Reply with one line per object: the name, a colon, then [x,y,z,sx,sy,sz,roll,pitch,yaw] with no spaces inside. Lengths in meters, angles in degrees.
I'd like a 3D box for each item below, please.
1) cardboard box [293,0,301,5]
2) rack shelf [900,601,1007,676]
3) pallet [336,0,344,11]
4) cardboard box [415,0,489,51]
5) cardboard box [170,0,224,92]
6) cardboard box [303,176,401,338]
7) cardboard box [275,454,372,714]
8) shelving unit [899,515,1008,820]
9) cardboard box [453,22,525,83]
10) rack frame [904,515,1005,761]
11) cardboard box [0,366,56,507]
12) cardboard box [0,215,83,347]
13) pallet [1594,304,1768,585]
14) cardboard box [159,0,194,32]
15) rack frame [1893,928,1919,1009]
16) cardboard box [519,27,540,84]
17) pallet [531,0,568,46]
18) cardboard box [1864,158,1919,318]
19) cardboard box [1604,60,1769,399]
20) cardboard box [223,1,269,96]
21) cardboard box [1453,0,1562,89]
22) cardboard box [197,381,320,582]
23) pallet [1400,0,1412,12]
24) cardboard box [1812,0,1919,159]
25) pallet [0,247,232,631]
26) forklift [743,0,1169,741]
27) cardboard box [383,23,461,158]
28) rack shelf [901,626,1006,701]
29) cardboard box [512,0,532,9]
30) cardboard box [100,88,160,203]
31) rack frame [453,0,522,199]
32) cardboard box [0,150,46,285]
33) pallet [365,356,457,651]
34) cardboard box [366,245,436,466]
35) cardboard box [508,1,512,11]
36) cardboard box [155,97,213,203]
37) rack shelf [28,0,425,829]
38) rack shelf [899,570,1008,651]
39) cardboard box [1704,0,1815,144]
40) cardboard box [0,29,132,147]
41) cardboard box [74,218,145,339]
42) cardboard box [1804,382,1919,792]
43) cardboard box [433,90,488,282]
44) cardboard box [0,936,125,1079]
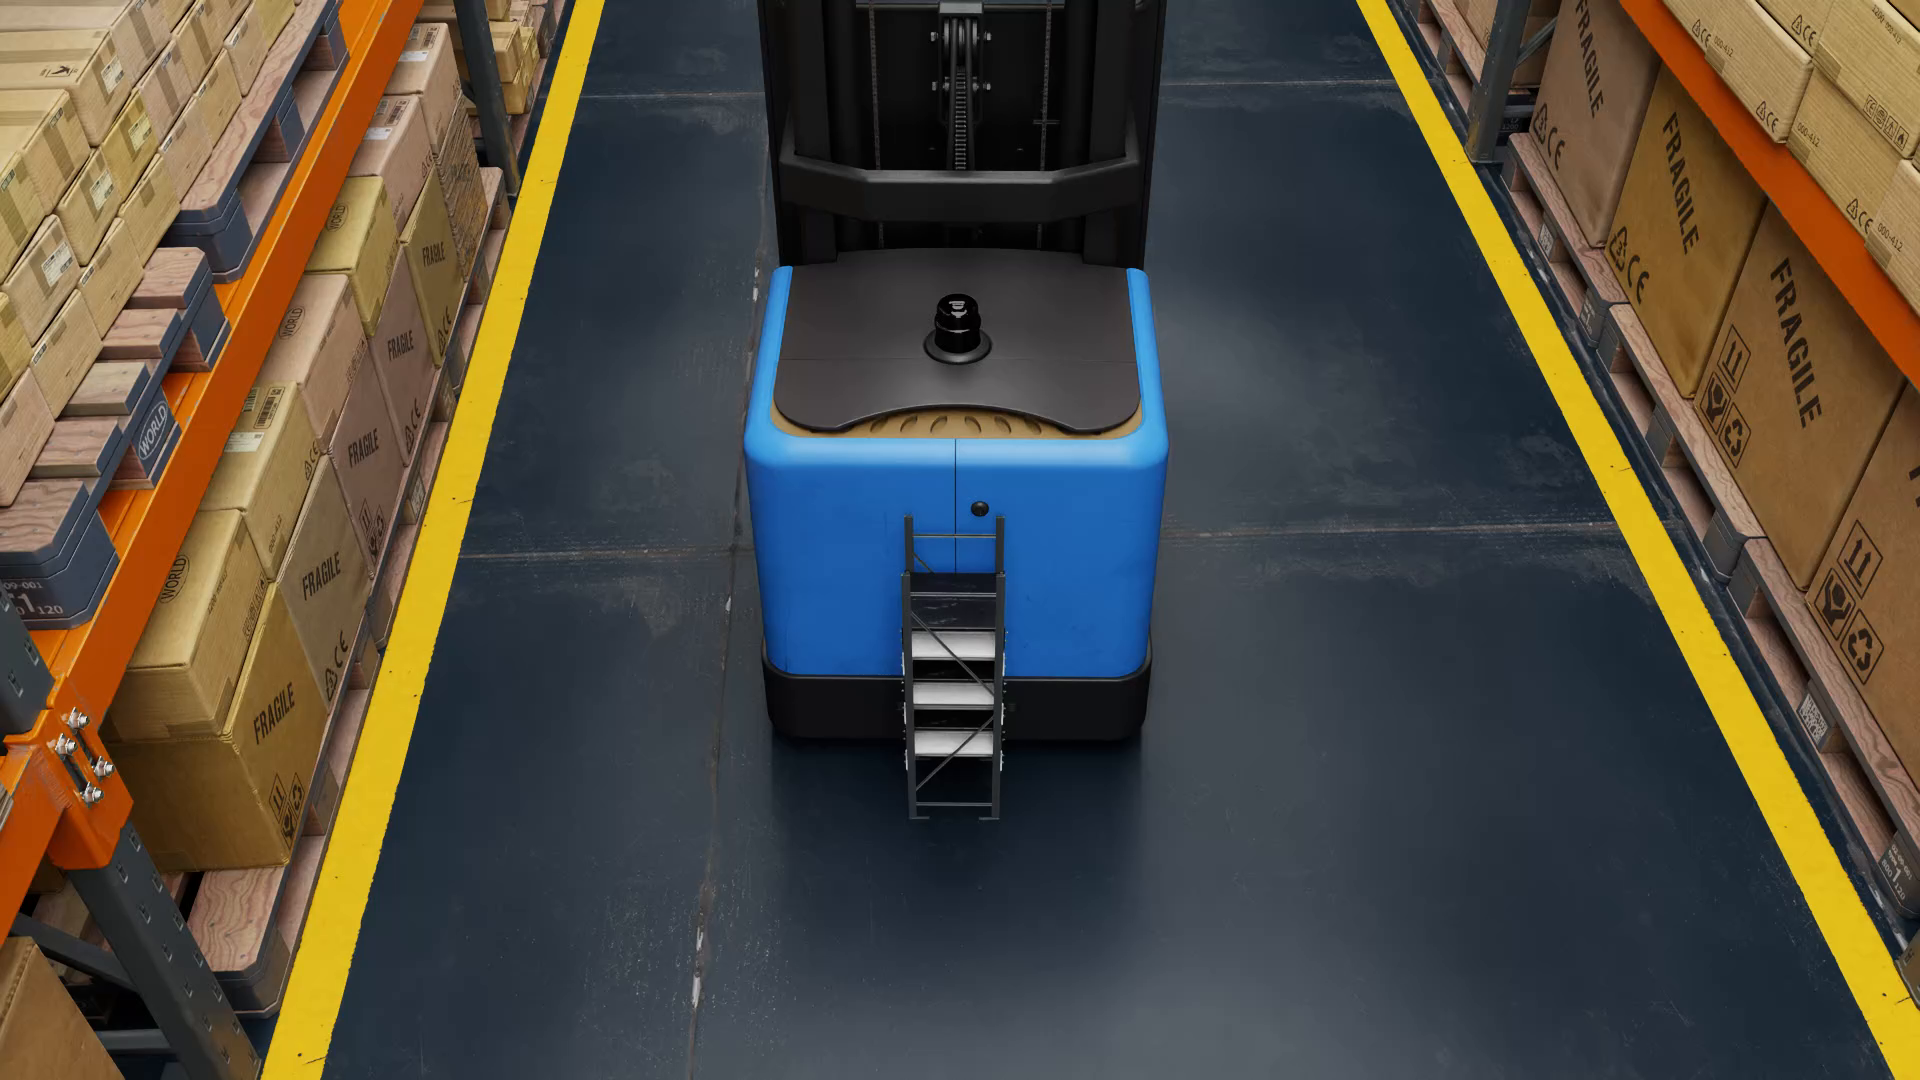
cardboard box: [-2.041,-1.620,4.672,0.380,0.149,0.250,-3,43,-4]
rack shelf: [-0.014,0.236,4.110,0.258,0.077,0.200,0,43,1]
pallet: [-2.417,-1.930,5.277,1.003,0.211,1.213,-2,43,-2]
cardboard box: [-2.112,-2.082,6.660,0.380,0.149,0.250,0,43,0]
cardboard box: [-2.010,-1.193,3.987,0.380,0.149,0.250,-2,43,-2]
cardboard box: [-1.975,-0.831,4.921,0.500,0.250,0.500,-3,43,-4]
cardboard box: [-1.934,0.122,4.436,0.500,0.500,0.500,-1,43,-1]
shelving unit: [-0.014,0.344,4.209,0.258,0.900,0.210,0,43,1]
cardboard box: [-2.000,-1.988,6.778,0.380,0.149,0.250,0,43,0]
rack frame: [-0.013,0.275,4.284,0.240,0.900,0.006,0,43,1]
cardboard box: [-1.952,-0.190,3.113,0.380,0.149,0.250,-2,43,-2]
cardboard box: [-1.968,-0.507,3.238,0.380,0.149,0.250,0,43,0]
pallet: [2.800,-0.358,5.485,1.003,0.211,1.213,-2,43,-2]
cardboard box: [-2.018,-1.306,3.890,0.380,0.149,0.250,0,43,0]
rack frame: [2.807,-0.030,3.063,1.000,3.000,0.127,-2,43,-2]
cardboard box: [-2.010,-2.059,7.075,0.380,0.149,0.250,0,43,-1]
pallet: [-2.423,-2.770,8.116,1.003,0.211,1.213,-2,43,-2]
cardboard box: [2.489,-0.653,3.854,0.500,0.250,0.500,-1,43,-1]
cardboard box: [2.789,-1.076,5.466,0.875,0.875,0.875,-1,43,-1]
cardboard box: [-2.020,-1.261,4.281,0.380,0.149,0.250,-3,43,-3]
cardboard box: [2.718,-2.368,7.199,0.875,0.438,0.875,-2,43,-2]
cardboard box: [-1.943,-0.145,4.172,0.500,0.250,0.500,-2,43,-2]
pallet: [2.628,-3.044,8.415,1.003,0.211,1.213,-2,43,-2]
cardboard box: [2.465,-1.170,4.048,0.500,0.250,0.500,-3,43,-3]
pallet: [-2.271,-0.227,3.420,1.213,0.211,1.003,-2,43,-2]
forklift: [0.008,-1.506,4.723,1.130,2.935,3.031,0,43,1]
cardboard box: [-2.020,-1.535,5.689,0.500,0.250,0.500,-3,43,-3]
rack shelf: [-0.014,0.302,4.171,0.258,0.077,0.200,0,43,1]
cardboard box: [-2.133,-2.395,7.442,0.380,0.149,0.250,-2,43,-3]
cardboard box: [-1.994,-0.857,3.620,0.380,0.149,0.250,-1,43,-2]
rack frame: [-2.304,-2.520,5.780,1.000,3.000,0.127,-2,43,-2]
cardboard box: [-1.975,-0.600,3.120,0.380,0.149,0.250,-3,43,-3]
pallet: [-2.215,-0.141,5.248,1.003,0.211,1.213,-2,43,-2]
cardboard box: [-1.982,-0.569,5.190,0.500,0.500,0.500,-3,43,-3]
cardboard box: [-2.147,-2.320,7.140,0.380,0.149,0.250,-2,43,-2]
cardboard box: [-2.002,-0.915,3.904,0.380,0.149,0.250,0,43,0]
rack shelf: [-2.219,-0.905,4.550,1.077,0.370,4.000,-2,43,-2]
rack shelf: [-0.014,0.169,4.049,0.258,0.077,0.200,0,43,1]
cardboard box: [2.433,-1.337,4.600,0.500,0.250,0.500,-2,43,-2]
cardboard box: [-1.991,-0.945,3.496,0.380,0.149,0.250,-3,43,-4]
cardboard box: [-1.975,-0.553,3.509,0.380,0.149,0.250,0,43,0]
cardboard box: [2.861,0.129,4.151,0.875,0.875,0.875,-2,43,-2]
cardboard box: [-2.021,-1.261,5.945,0.500,0.500,0.500,-2,43,-3]
cardboard box: [-2.198,1.268,3.001,1.050,0.750,0.750,-2,43,-2]
